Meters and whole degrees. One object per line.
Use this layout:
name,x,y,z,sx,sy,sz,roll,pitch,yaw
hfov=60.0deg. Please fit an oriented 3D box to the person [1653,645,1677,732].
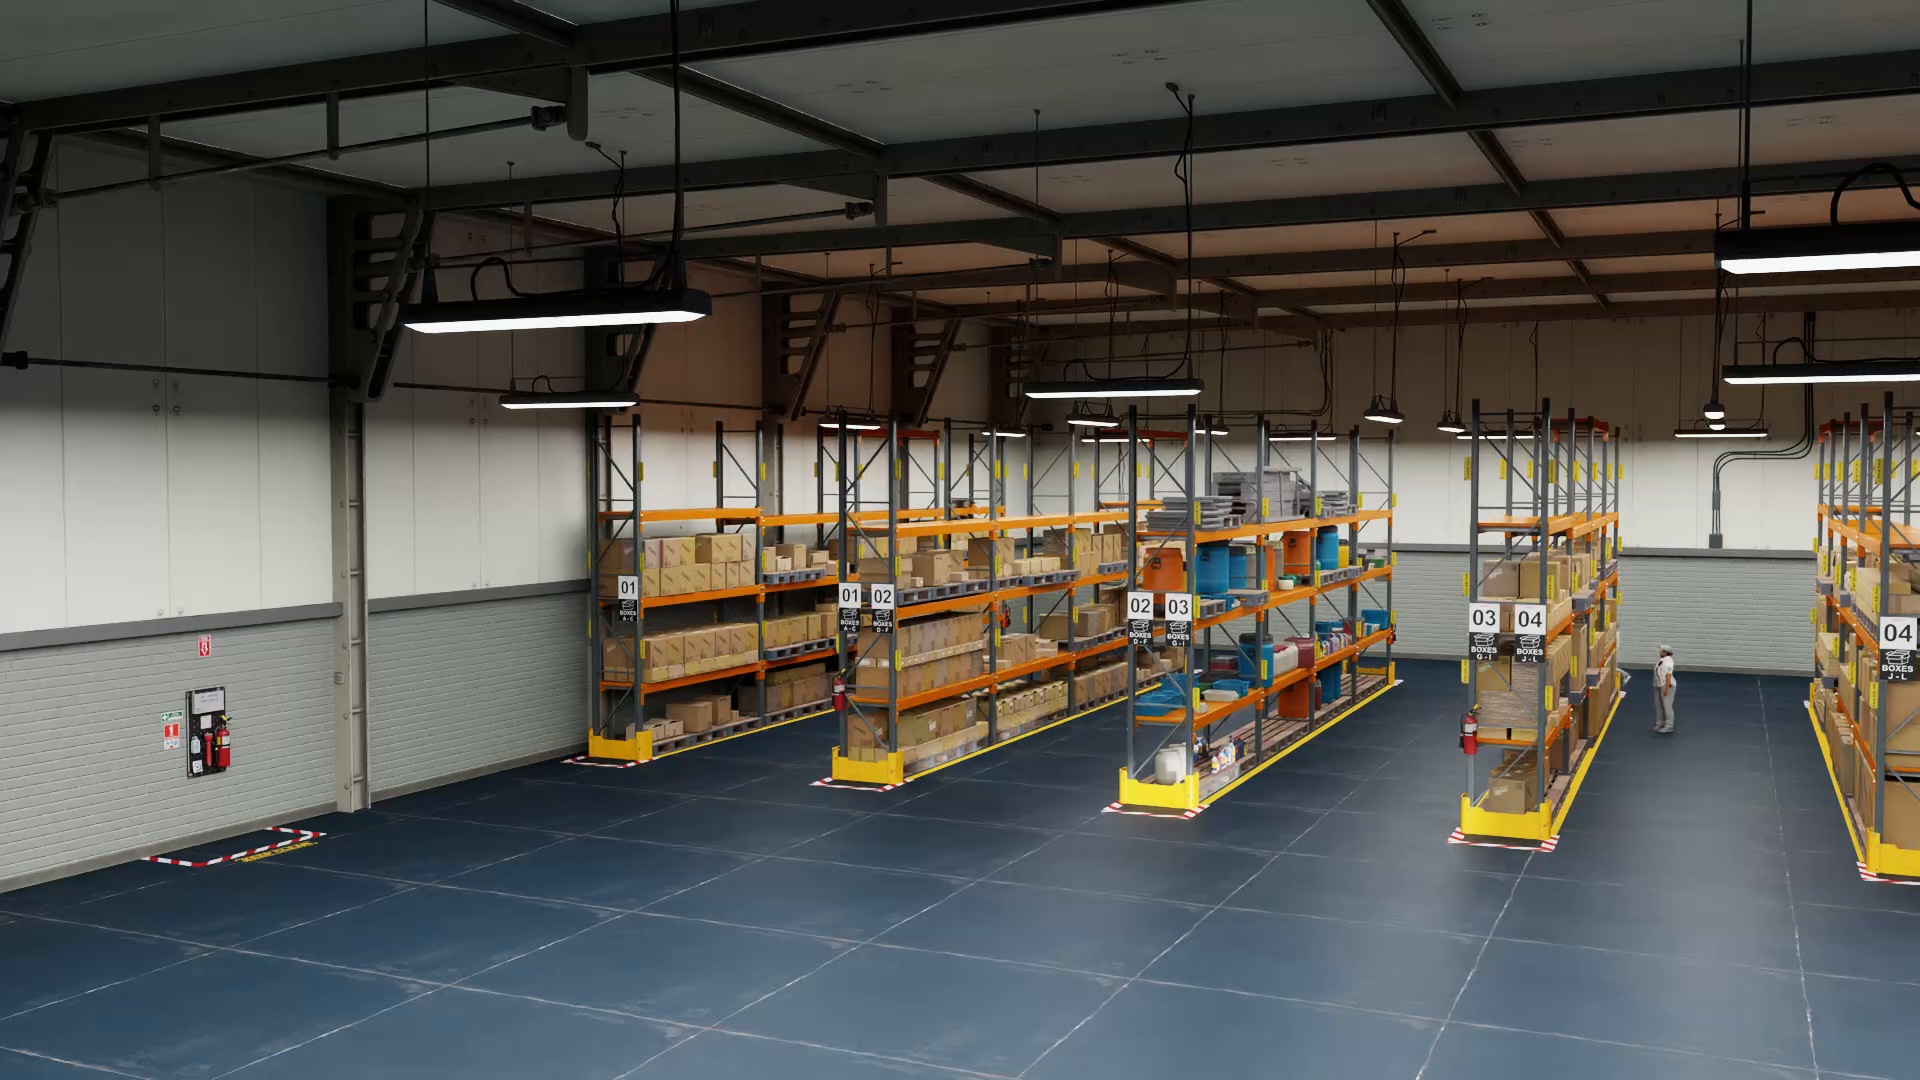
person,13.573,2.856,32.080,0.432,1.672,0.482,0,2,-9

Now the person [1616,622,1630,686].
person,15.072,2.629,38.305,0.648,1.584,0.436,0,2,-10
